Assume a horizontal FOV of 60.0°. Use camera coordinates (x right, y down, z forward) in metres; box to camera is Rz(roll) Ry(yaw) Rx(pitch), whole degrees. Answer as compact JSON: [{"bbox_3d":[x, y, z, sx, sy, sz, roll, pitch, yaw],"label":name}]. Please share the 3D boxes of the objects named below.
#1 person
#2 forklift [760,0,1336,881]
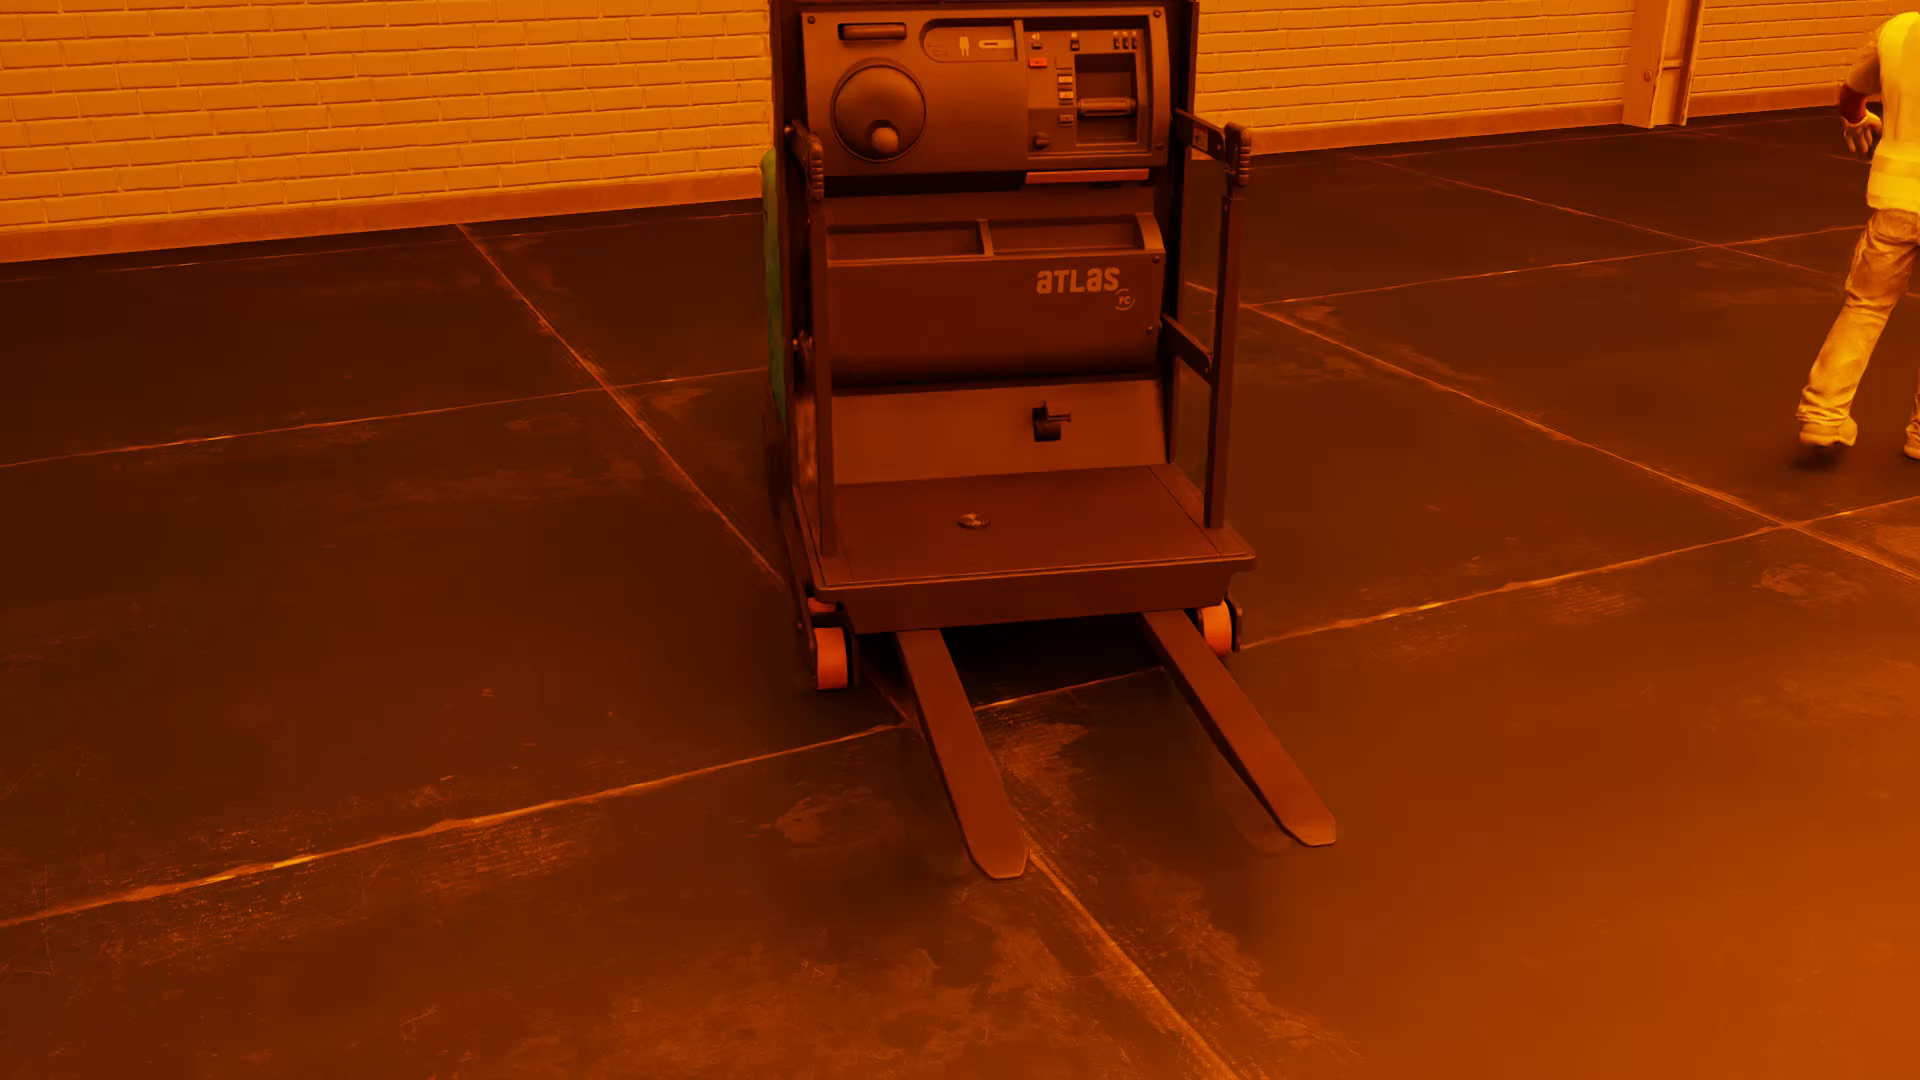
[{"bbox_3d":[3.255,-1.108,5.487,0.751,1.760,0.978,-17,28,-35],"label":"person"},{"bbox_3d":[0.112,-1.123,3.990,1.130,2.935,3.031,-4,23,-10],"label":"forklift"}]
